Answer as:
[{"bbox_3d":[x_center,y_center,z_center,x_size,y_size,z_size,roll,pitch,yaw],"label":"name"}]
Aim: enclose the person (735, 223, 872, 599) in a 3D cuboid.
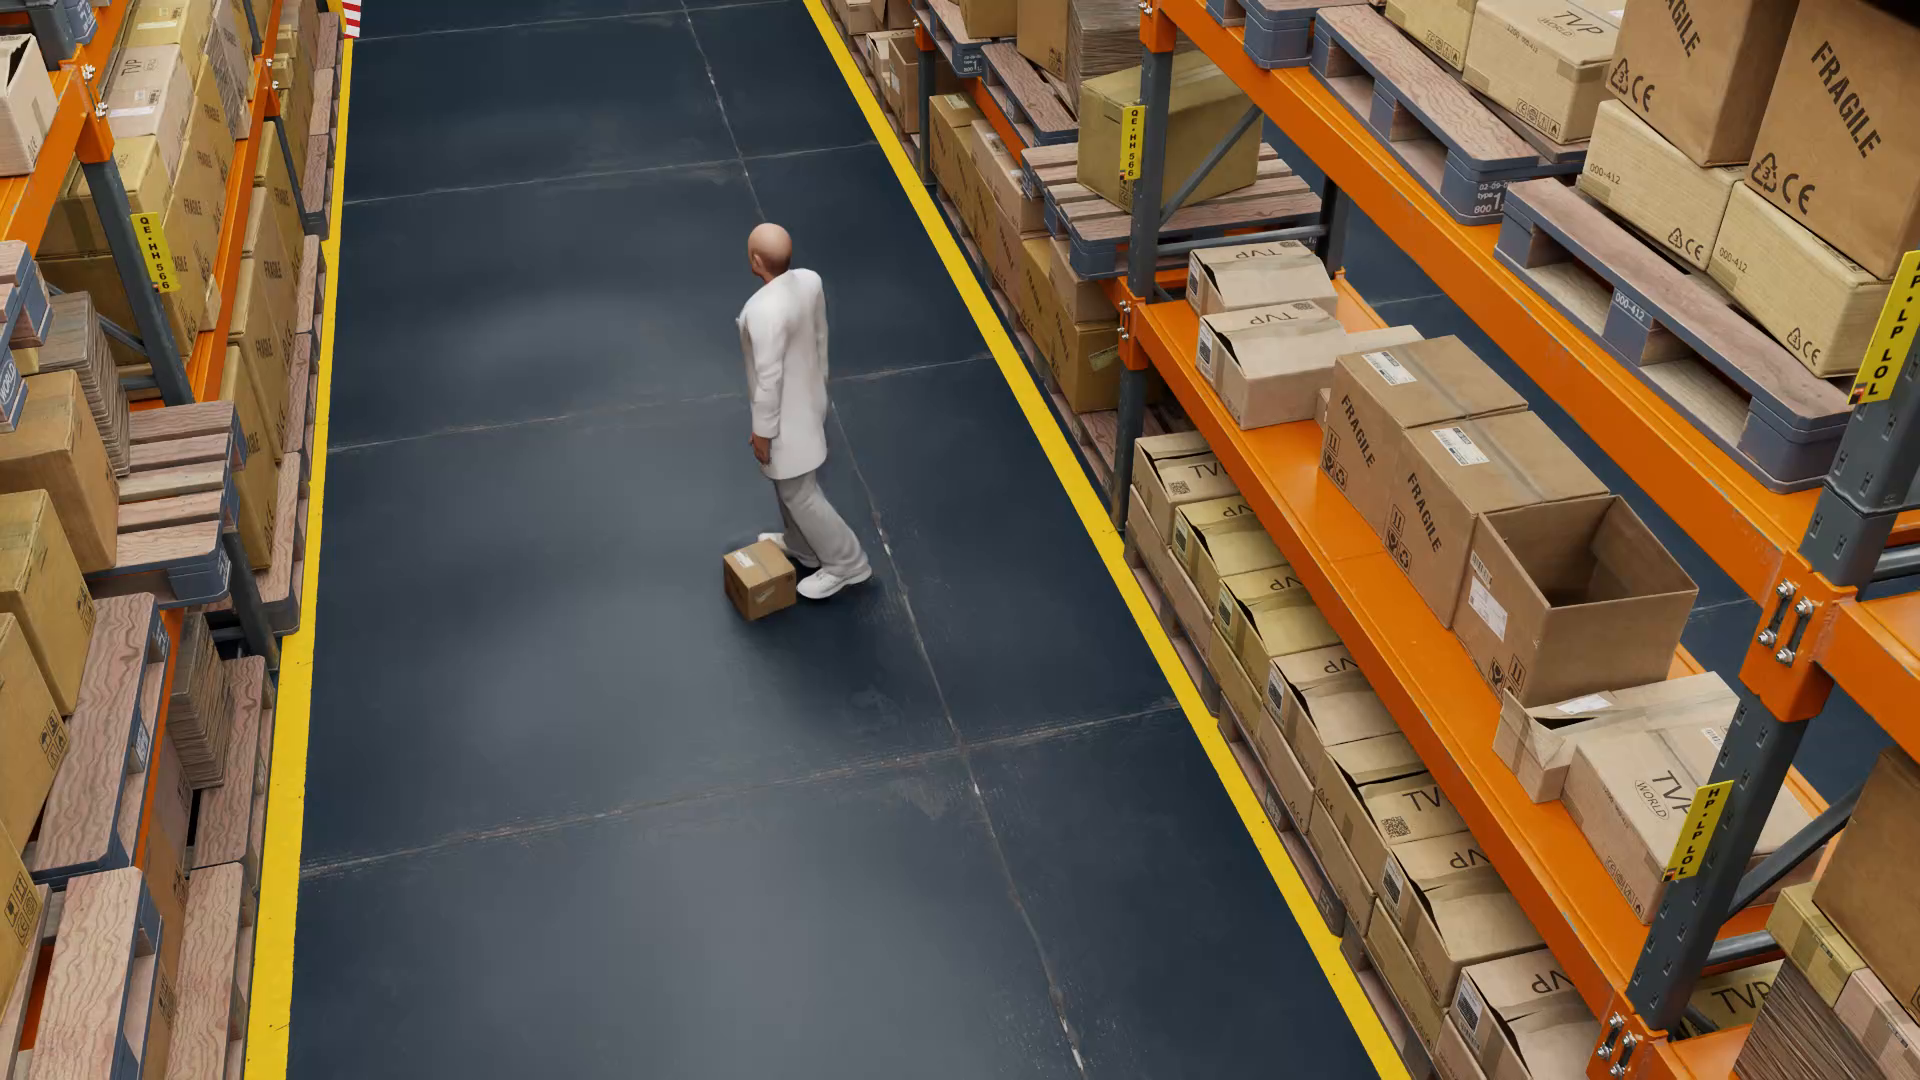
[{"bbox_3d":[-0.703,-0.575,7.472,0.635,1.767,0.605,11,39,14],"label":"person"}]
